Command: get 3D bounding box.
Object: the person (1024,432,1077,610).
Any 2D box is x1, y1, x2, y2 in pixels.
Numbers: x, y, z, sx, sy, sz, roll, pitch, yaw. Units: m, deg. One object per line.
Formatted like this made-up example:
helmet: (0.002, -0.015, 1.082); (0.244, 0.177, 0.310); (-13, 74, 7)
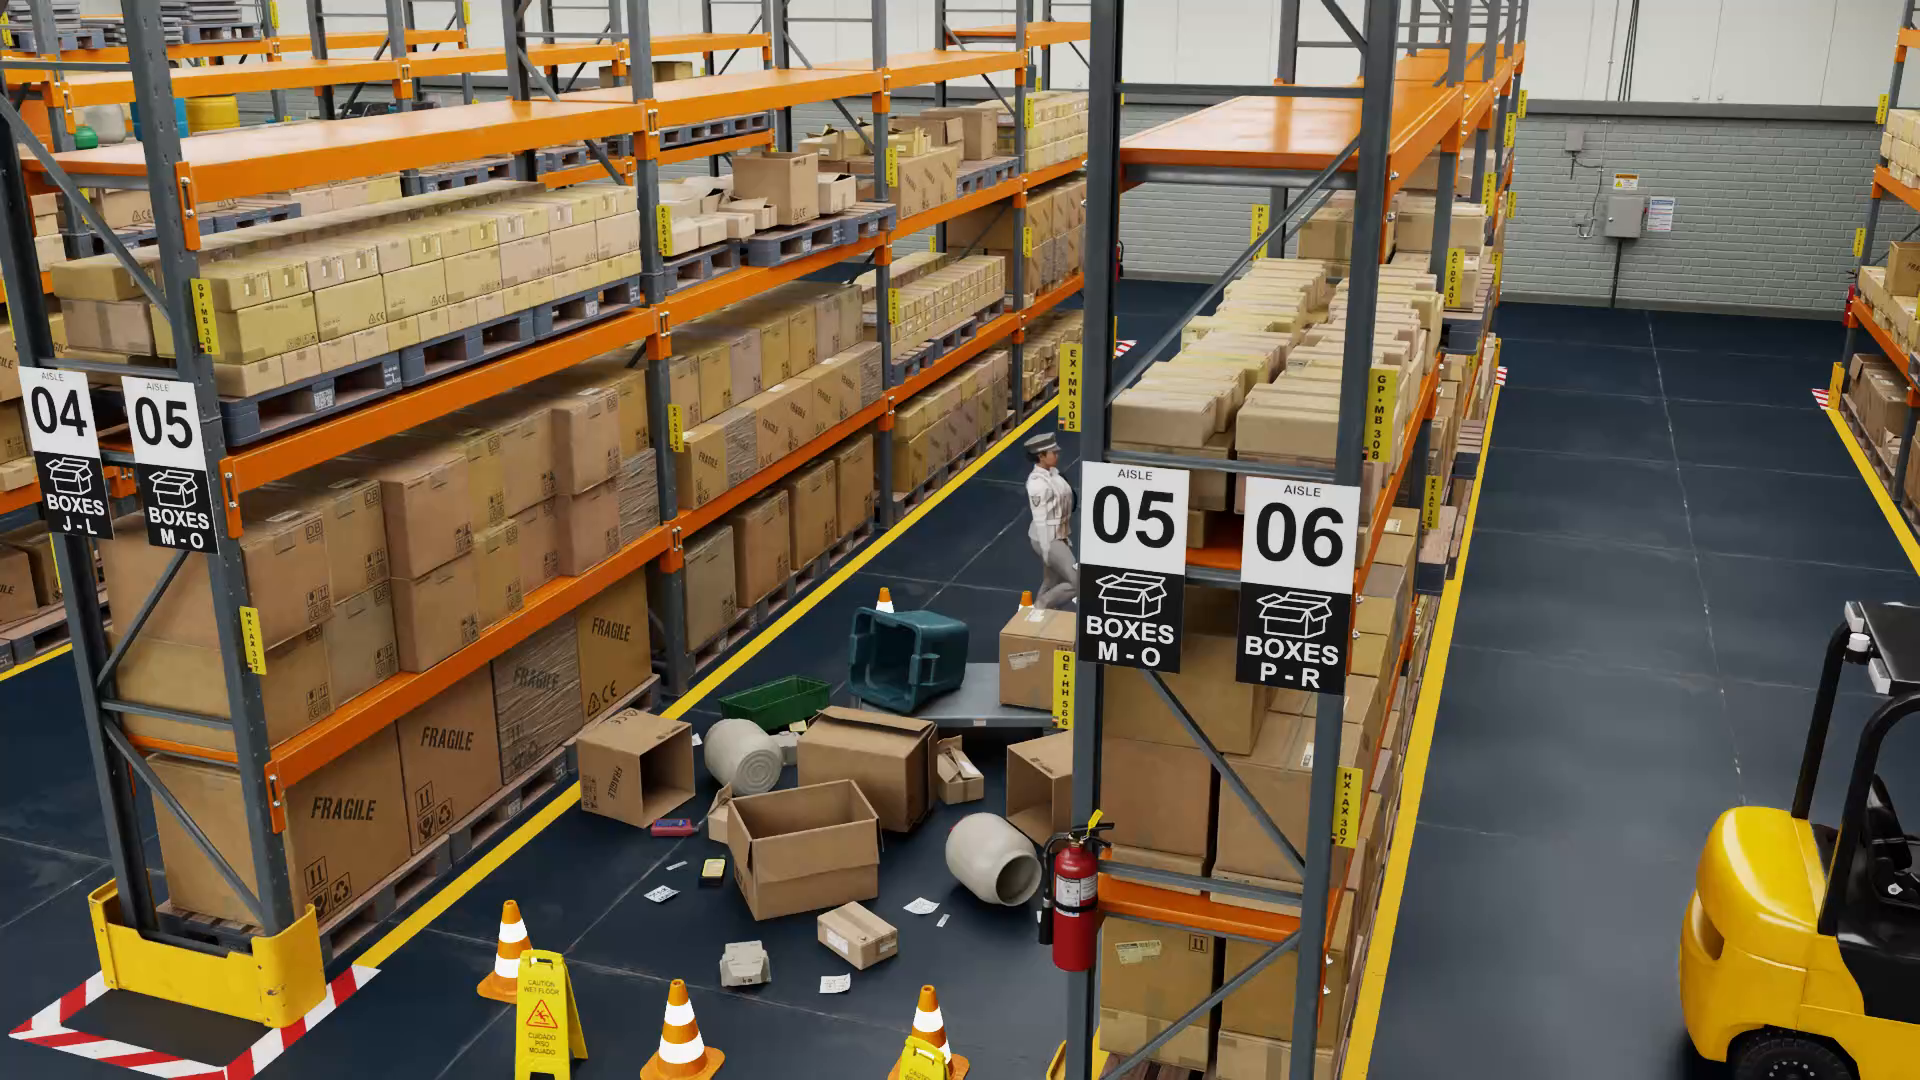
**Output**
person: (0.731, 0.008, 12.520); (0.536, 1.681, 0.465); (7, 20, 20)
